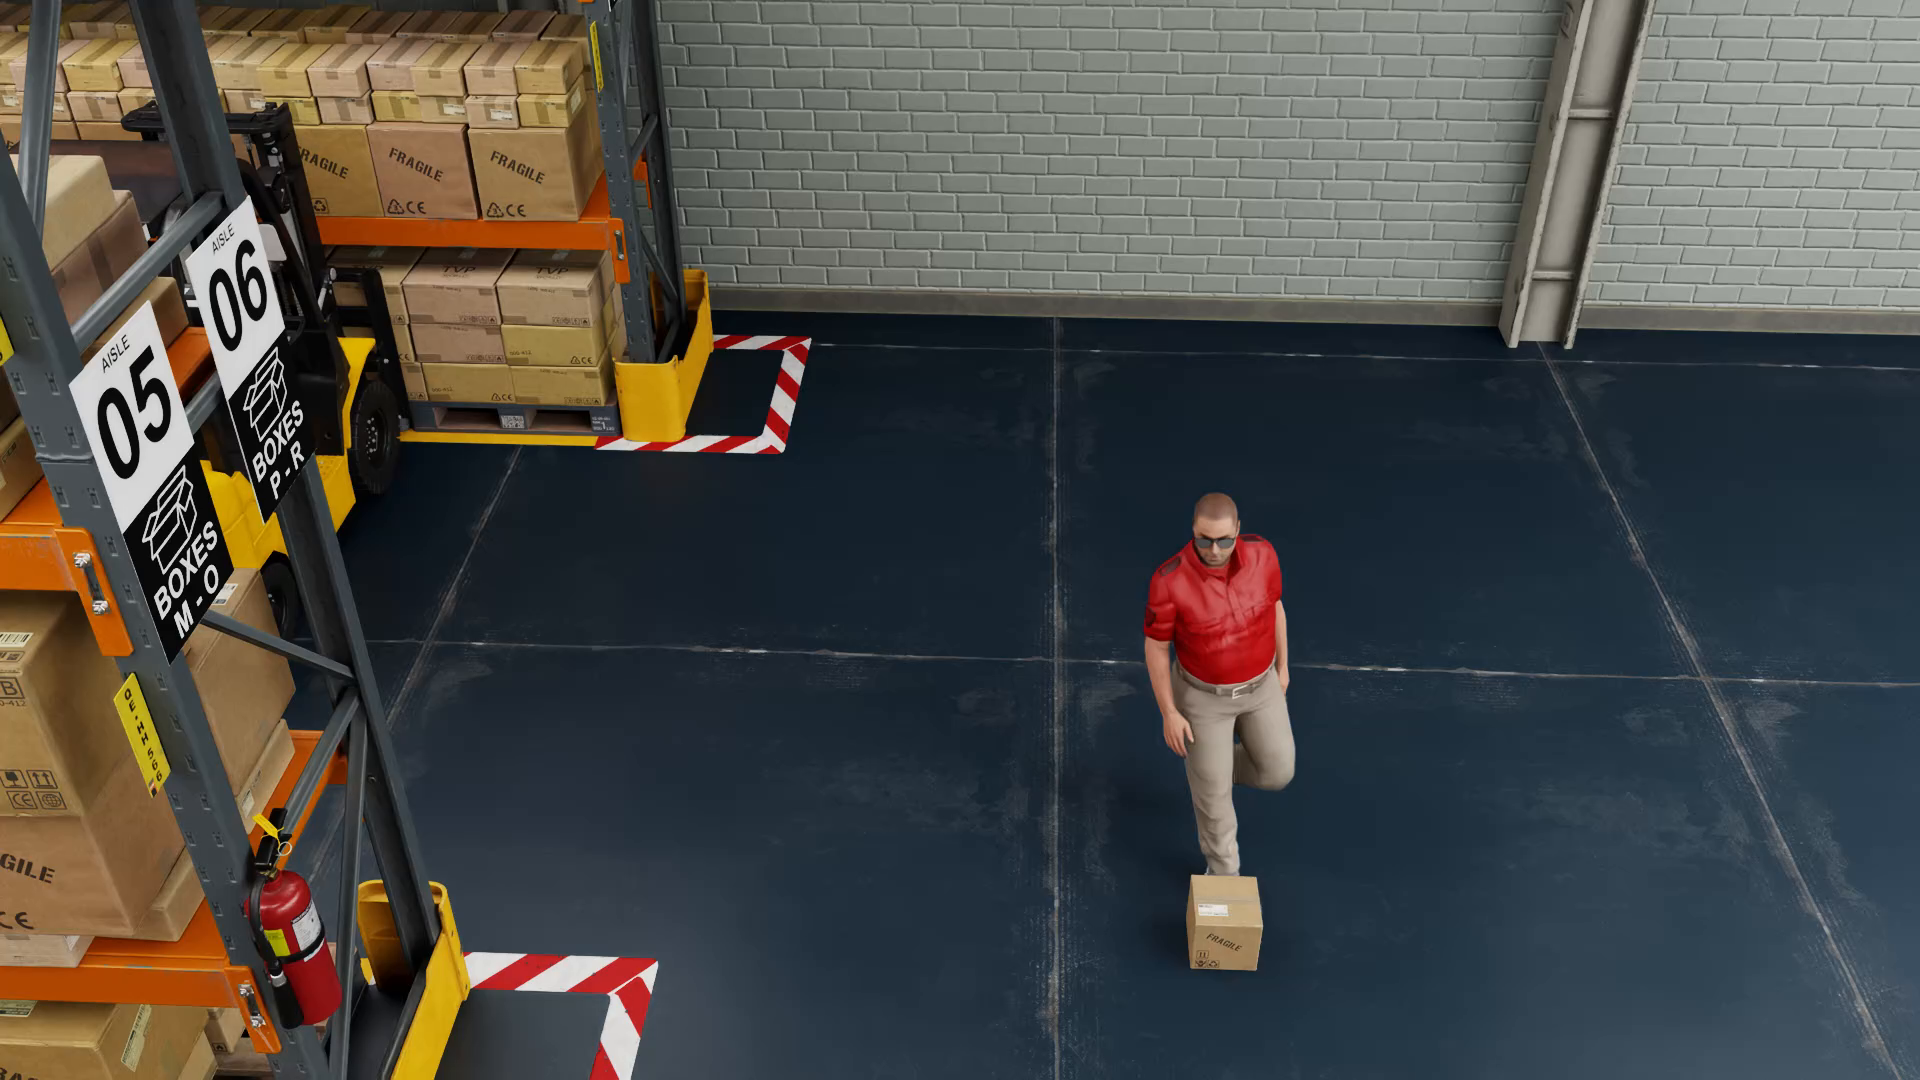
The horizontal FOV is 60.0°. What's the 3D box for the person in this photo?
[{"bbox_3d":[1.024,0.622,6.251,0.610,1.709,0.695,-11,37,-15],"label":"person"}]
